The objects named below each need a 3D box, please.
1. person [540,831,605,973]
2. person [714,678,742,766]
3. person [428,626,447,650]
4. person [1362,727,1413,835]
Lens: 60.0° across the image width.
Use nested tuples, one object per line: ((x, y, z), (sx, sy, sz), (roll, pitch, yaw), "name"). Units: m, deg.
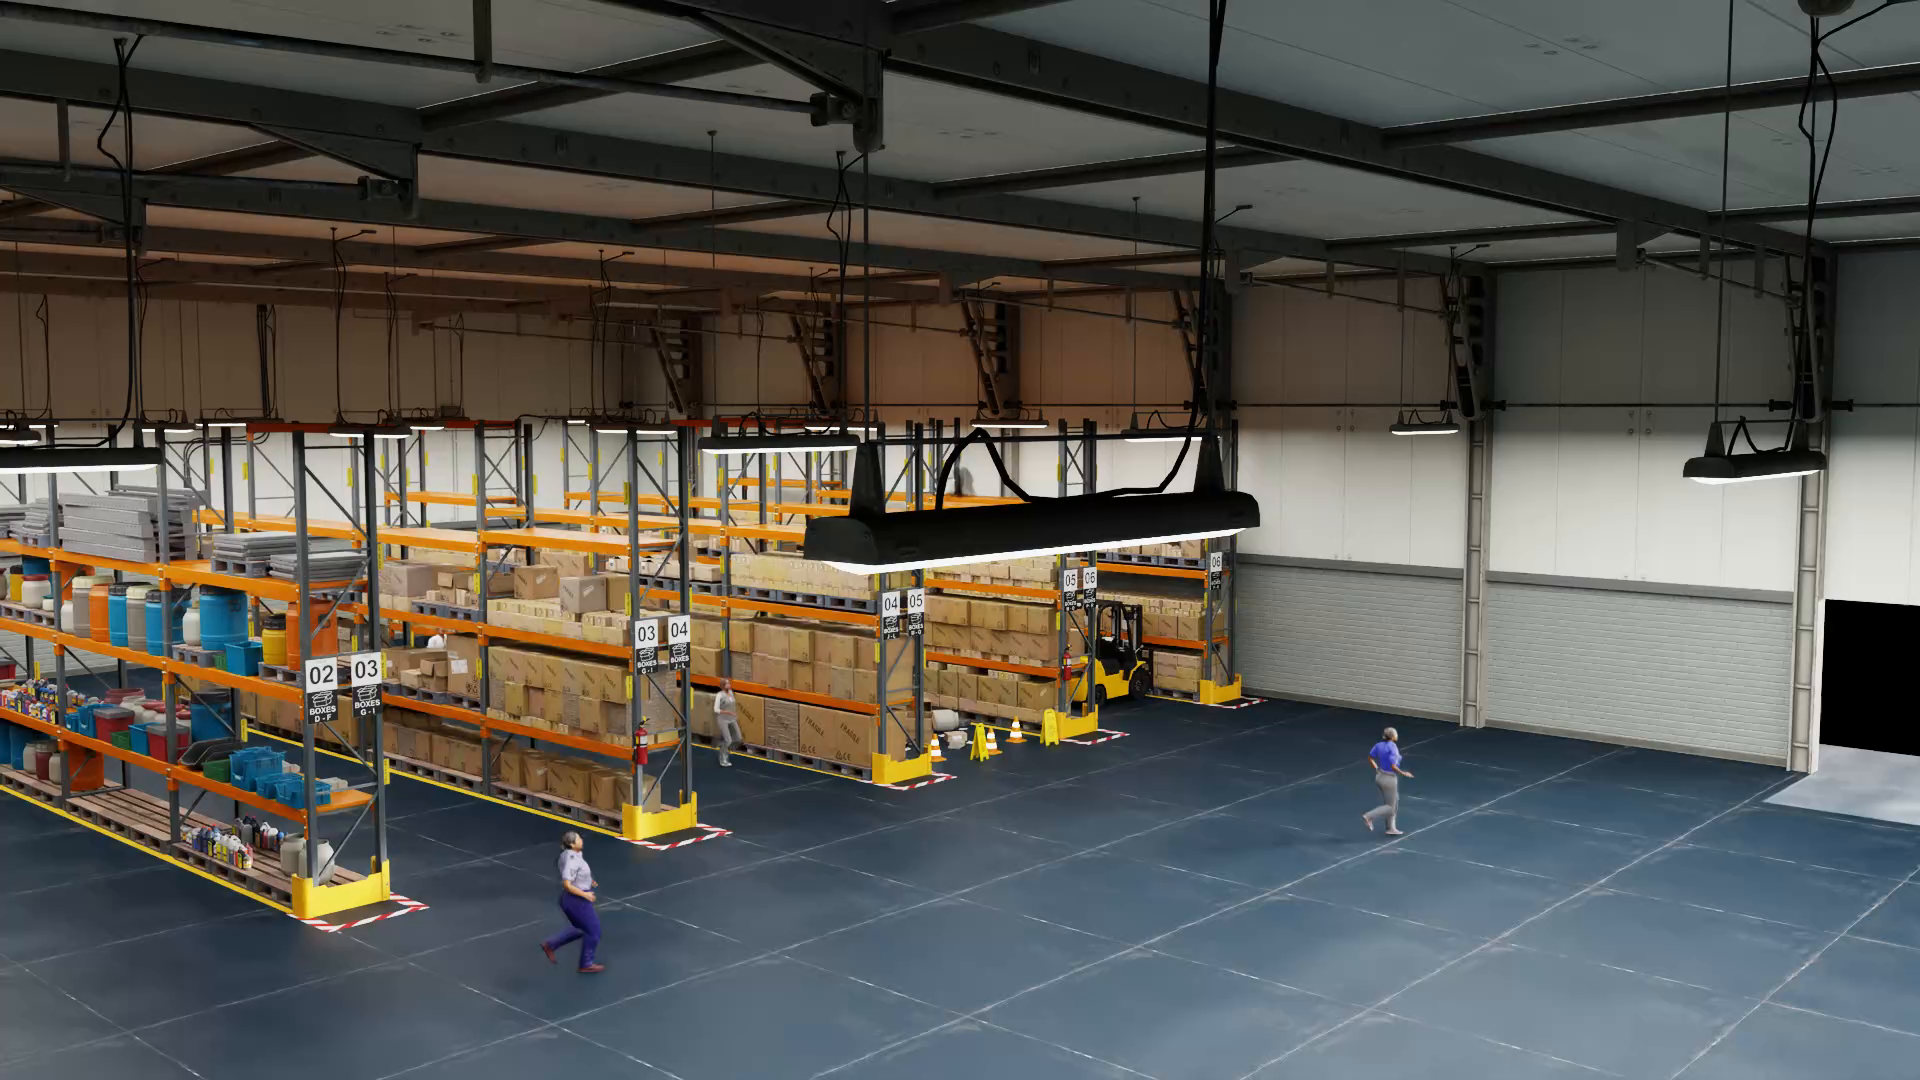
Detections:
((-4.306, 4.022, 18.463), (0.688, 1.598, 0.613), (-2, 5, -22), "person")
((-4.033, 3.177, 29.014), (0.536, 1.556, 0.526), (4, 6, 37), "person")
((-10.757, 2.639, 34.684), (0.723, 1.820, 0.799), (-4, 6, -42), "person")
((6.177, 3.542, 24.317), (0.768, 1.624, 0.565), (-2, 5, -20), "person")
